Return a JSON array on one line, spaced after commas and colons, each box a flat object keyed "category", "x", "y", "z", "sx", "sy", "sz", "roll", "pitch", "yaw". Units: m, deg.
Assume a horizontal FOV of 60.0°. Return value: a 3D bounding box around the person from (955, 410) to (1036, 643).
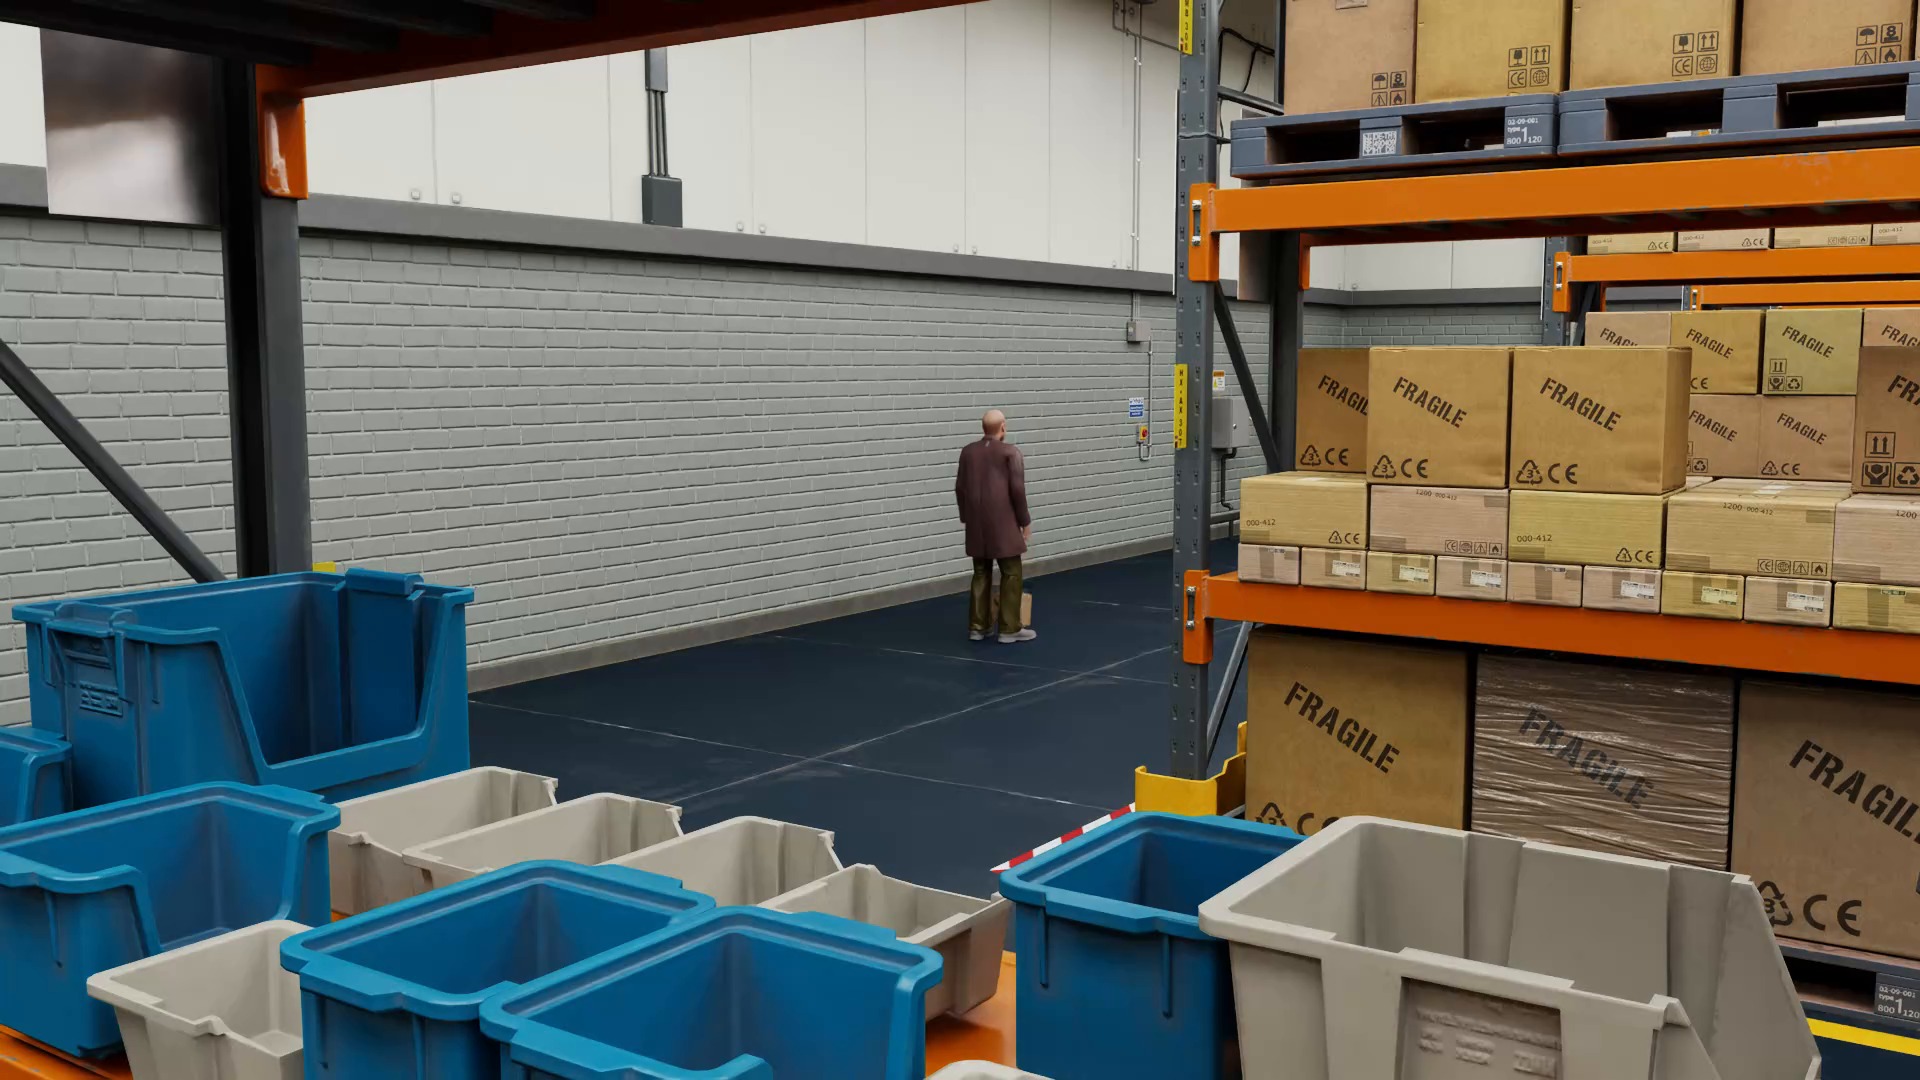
[{"category": "person", "x": 0.260, "y": -0.111, "z": 12.786, "sx": 0.612, "sy": 1.774, "sz": 0.426, "roll": 4, "pitch": 7, "yaw": 32}]
